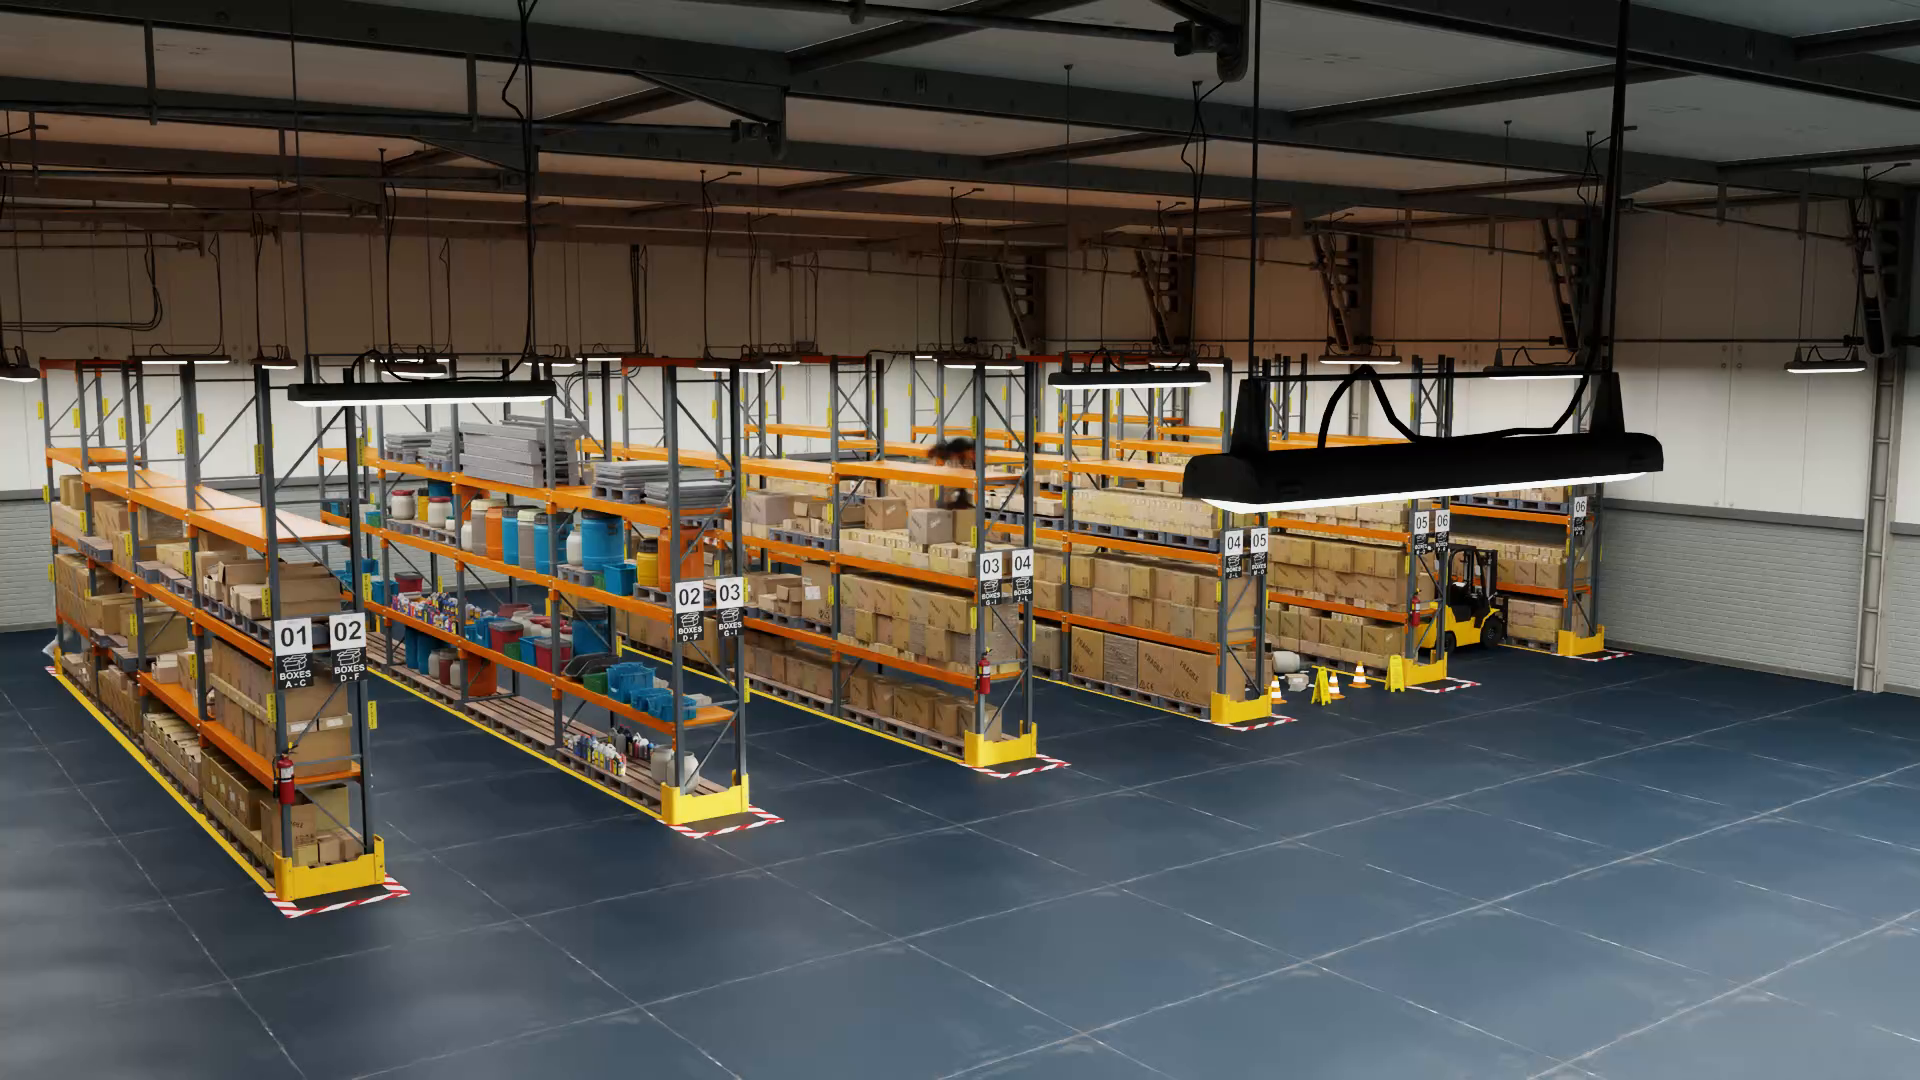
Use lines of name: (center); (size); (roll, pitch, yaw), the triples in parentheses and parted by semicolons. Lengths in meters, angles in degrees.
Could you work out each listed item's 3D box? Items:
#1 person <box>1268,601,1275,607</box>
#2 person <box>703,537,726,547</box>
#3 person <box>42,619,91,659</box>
person: (6.787, 1.231, 36.050); (0.715, 1.597, 0.604); (7, 10, 44)
person: (-6.067, 0.570, 40.767); (0.733, 1.787, 0.818); (3, 7, 23)
person: (-17.499, 1.525, 32.701); (1.066, 1.778, 0.712); (-6, 9, -43)
